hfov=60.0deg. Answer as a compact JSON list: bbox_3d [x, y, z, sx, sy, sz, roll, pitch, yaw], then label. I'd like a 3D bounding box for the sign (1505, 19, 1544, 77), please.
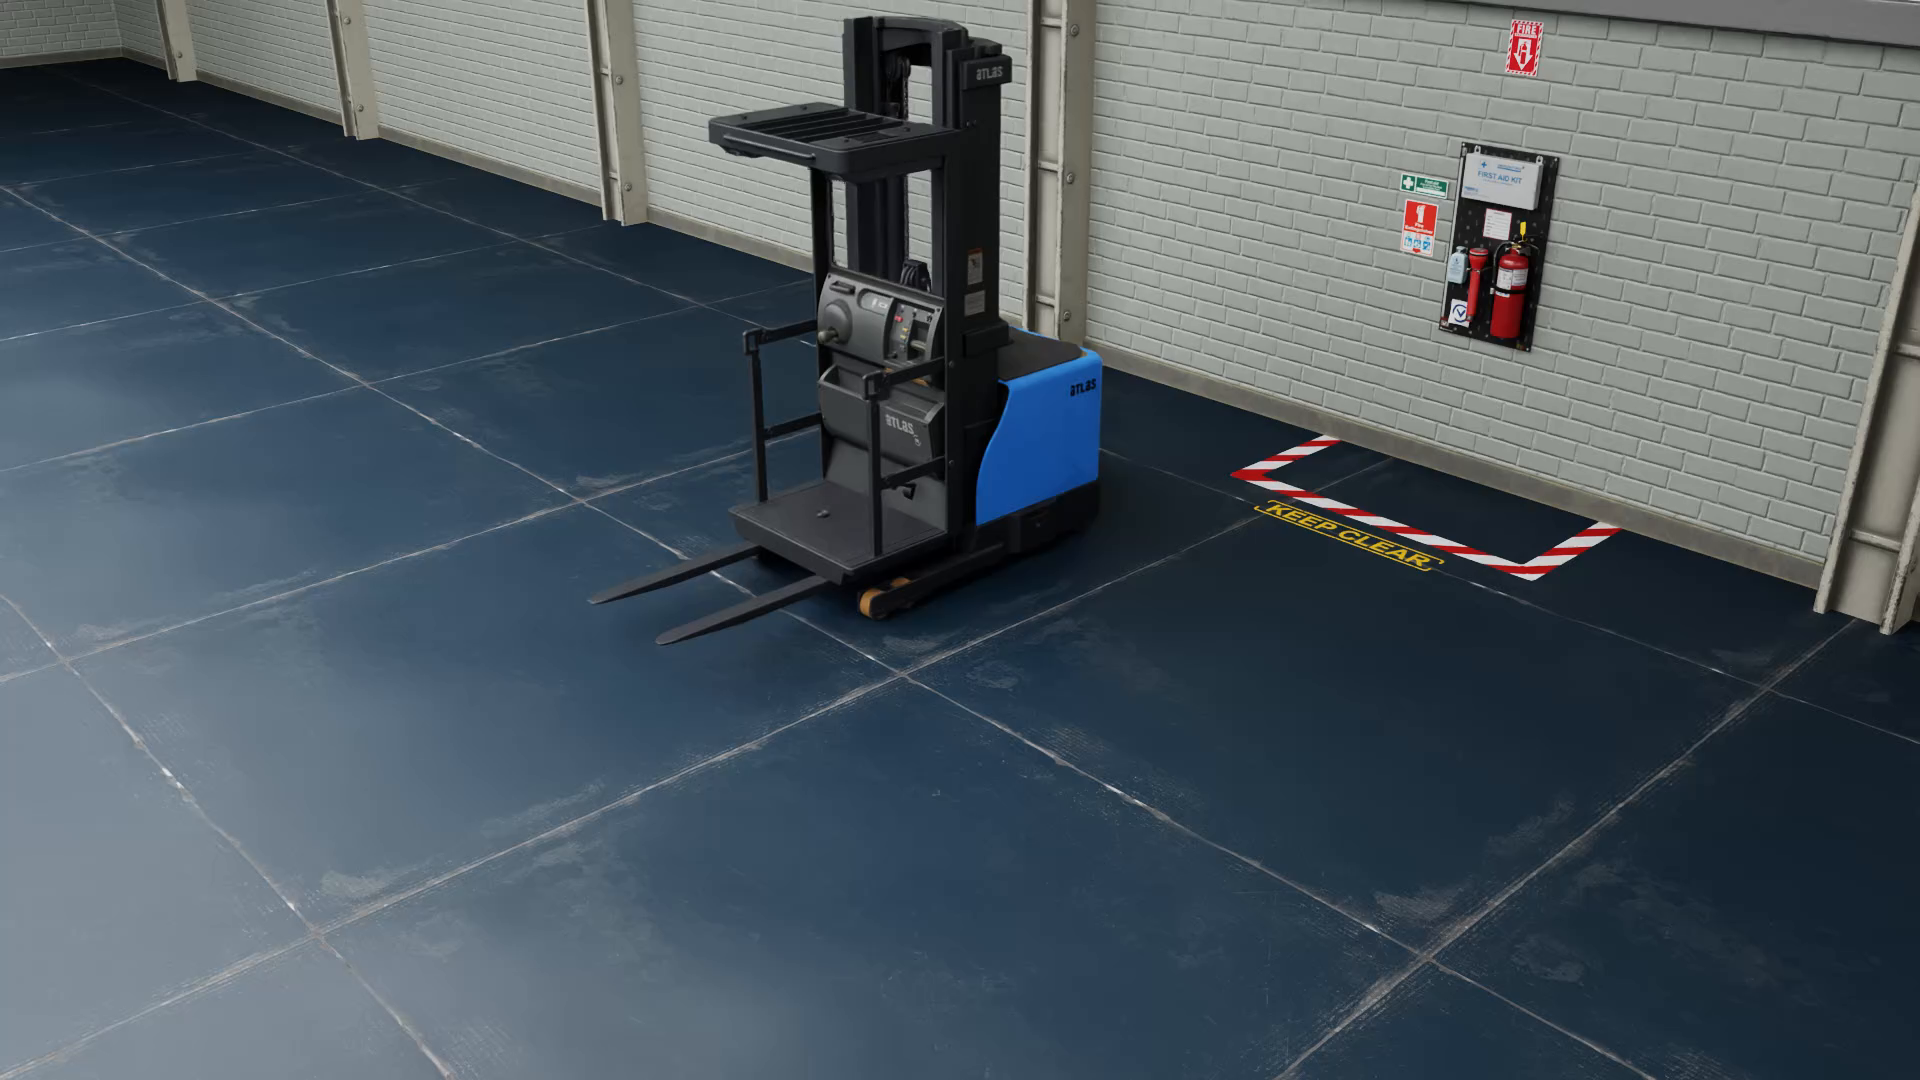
[{"bbox_3d":[3.228,-2.815,9.515,0.001,0.298,0.199,-21,32,-38],"label":"sign"}]

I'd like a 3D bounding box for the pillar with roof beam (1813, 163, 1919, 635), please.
[{"bbox_3d":[1.680,-2.479,4.341,9.100,9.000,0.400,-21,32,-38],"label":"pillar with roof beam"}]

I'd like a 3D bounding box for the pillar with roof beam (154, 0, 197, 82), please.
[{"bbox_3d":[-14.724,-9.750,20.280,9.100,9.000,0.400,-21,32,-38],"label":"pillar with roof beam"}]

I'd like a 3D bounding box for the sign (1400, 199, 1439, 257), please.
[{"bbox_3d":[2.858,-1.943,10.352,0.001,0.329,0.234,-21,32,-38],"label":"sign"}]

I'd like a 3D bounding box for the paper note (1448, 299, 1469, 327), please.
[{"bbox_3d":[3.090,-1.403,10.272,0.016,0.148,0.142,-21,32,-38],"label":"paper note"}]

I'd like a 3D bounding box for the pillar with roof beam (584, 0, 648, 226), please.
[{"bbox_3d":[-6.522,-6.114,12.311,9.100,9.000,0.400,-21,32,-38],"label":"pillar with roof beam"}]

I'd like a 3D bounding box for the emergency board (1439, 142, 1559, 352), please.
[{"bbox_3d":[3.161,-1.730,9.928,0.194,1.169,0.643,-21,32,-38],"label":"emergency board"}]

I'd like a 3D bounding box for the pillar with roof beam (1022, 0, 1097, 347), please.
[{"bbox_3d":[-2.421,-4.297,8.326,9.100,9.000,0.400,-21,32,-38],"label":"pillar with roof beam"}]

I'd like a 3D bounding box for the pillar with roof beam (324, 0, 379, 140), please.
[{"bbox_3d":[-10.623,-7.932,16.295,9.100,9.000,0.400,-21,32,-38],"label":"pillar with roof beam"}]

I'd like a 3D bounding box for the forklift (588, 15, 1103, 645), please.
[{"bbox_3d":[-0.584,-1.152,8.745,3.031,2.935,1.130,-21,32,-39],"label":"forklift"}]

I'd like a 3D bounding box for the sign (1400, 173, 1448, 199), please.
[{"bbox_3d":[2.855,-2.180,10.234,0.001,0.109,0.331,-21,32,-38],"label":"sign"}]
